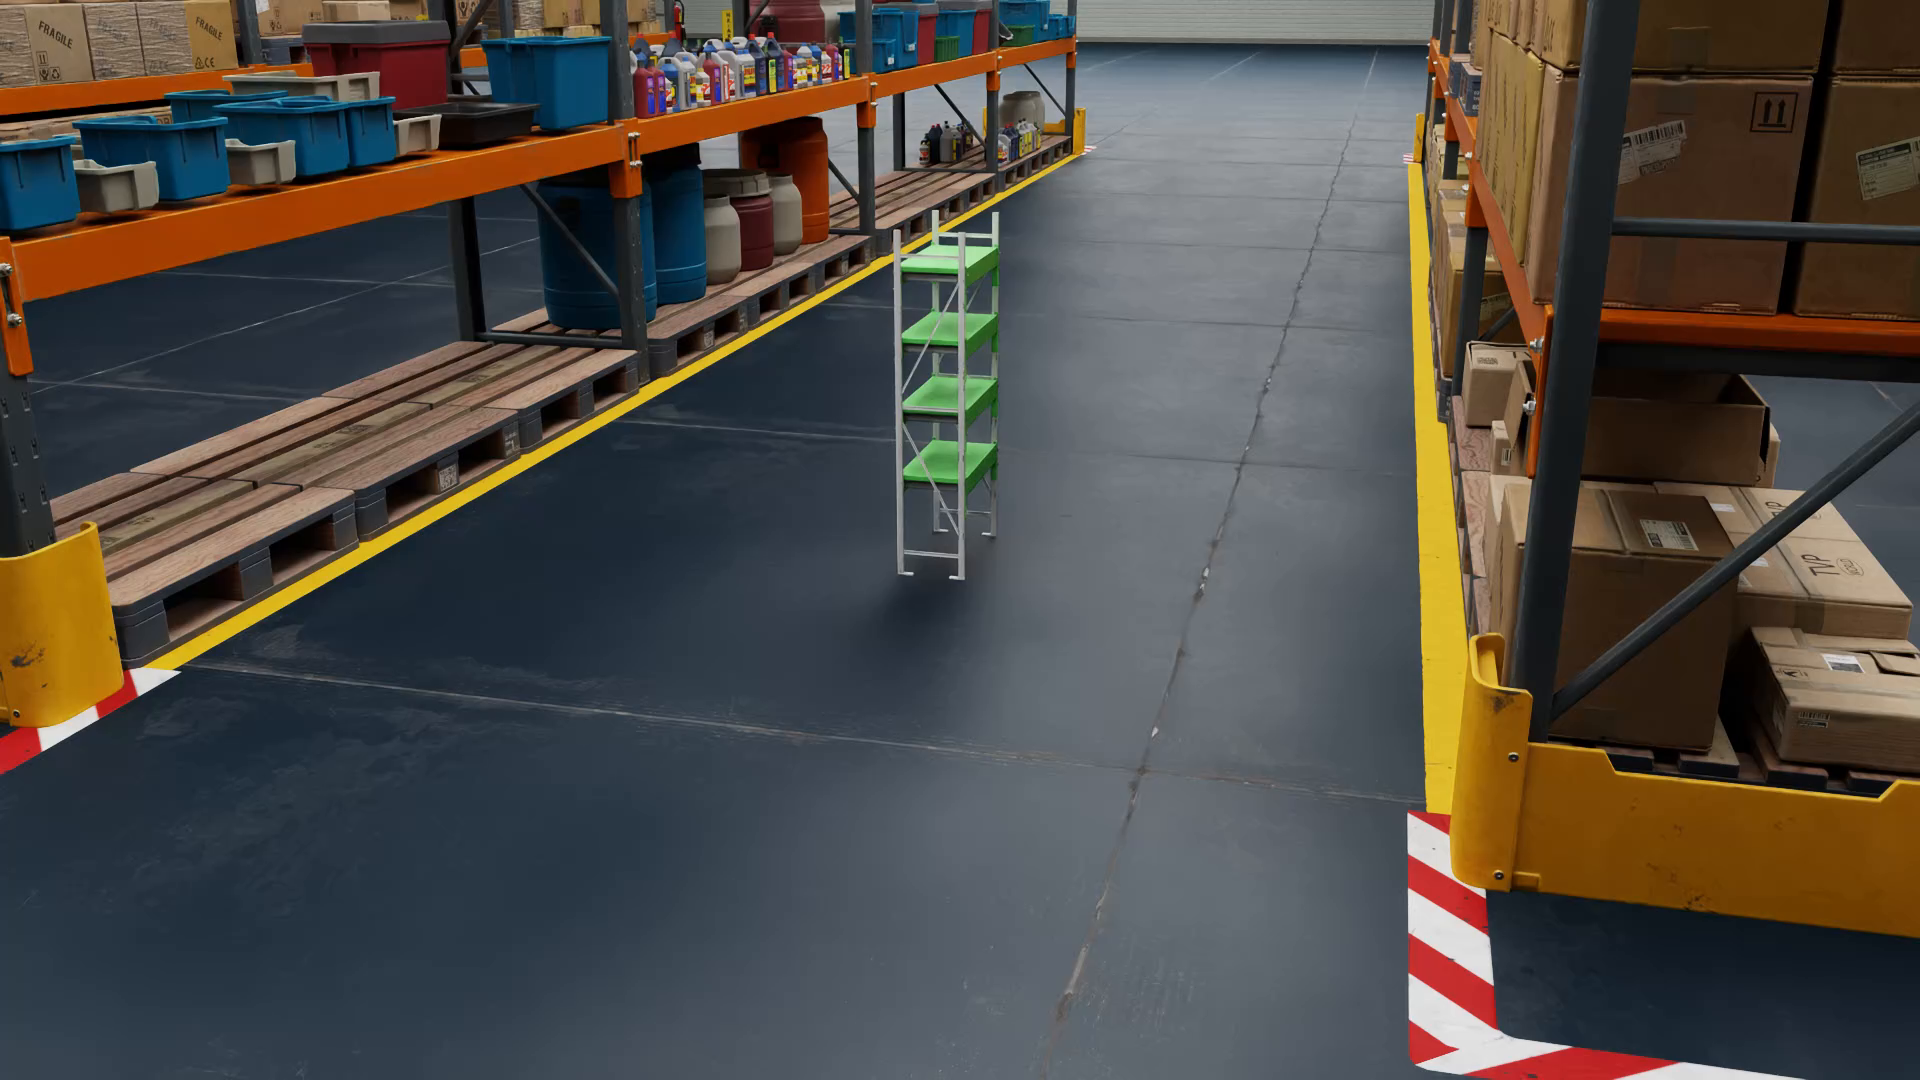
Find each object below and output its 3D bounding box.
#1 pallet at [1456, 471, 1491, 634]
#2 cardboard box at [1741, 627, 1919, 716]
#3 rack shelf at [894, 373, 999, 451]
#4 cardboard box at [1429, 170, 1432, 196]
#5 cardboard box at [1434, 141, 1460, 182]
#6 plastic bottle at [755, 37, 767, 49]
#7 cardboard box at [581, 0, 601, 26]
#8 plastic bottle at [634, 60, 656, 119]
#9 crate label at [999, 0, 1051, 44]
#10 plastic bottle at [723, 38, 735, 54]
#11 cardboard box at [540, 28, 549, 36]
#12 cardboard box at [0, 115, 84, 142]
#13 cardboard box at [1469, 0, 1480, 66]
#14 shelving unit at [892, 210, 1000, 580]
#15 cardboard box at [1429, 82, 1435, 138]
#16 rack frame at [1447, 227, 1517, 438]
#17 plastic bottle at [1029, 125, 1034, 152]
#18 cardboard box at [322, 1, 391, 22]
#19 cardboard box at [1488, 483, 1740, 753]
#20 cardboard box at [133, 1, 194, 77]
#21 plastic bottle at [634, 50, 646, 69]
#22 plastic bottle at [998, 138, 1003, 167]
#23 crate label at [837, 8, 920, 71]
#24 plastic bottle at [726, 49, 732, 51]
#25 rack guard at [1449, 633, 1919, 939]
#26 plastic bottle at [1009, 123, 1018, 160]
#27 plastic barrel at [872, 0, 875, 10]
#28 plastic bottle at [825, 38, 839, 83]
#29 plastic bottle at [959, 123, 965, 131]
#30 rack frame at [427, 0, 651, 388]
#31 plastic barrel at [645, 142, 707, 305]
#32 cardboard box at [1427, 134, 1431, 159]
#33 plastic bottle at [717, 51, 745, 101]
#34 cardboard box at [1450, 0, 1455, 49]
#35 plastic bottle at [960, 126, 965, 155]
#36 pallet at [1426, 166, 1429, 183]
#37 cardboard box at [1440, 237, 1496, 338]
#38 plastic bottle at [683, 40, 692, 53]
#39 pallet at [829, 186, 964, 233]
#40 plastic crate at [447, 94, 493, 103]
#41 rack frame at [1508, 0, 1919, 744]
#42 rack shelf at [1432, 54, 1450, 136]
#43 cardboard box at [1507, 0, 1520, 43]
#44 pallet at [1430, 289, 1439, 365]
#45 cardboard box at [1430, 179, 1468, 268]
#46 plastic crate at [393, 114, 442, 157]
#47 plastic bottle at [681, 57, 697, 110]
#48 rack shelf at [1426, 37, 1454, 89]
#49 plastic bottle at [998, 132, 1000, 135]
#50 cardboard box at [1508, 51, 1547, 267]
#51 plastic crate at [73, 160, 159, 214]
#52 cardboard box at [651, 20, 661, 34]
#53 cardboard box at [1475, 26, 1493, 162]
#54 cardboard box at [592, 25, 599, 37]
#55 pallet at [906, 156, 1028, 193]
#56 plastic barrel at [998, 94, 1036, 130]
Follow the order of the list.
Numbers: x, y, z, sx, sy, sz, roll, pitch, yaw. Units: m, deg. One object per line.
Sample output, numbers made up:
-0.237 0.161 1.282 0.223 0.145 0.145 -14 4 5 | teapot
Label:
2.244 0.060 5.685 1.003 0.211 1.213 5 19 13 | pallet
2.228 0.346 4.238 0.380 0.166 0.250 5 19 13 | cardboard box
-0.040 -0.455 5.862 0.258 0.148 0.480 5 19 13 | rack shelf
4.199 -2.996 13.923 0.500 0.250 0.500 5 20 15 | cardboard box
3.947 -2.937 12.881 0.500 0.311 0.500 5 20 15 | cardboard box
-1.388 -3.323 11.469 0.152 0.276 0.135 5 19 13 | plastic bottle
-4.428 -5.945 18.339 0.875 0.500 0.500 5 19 13 | cardboard box
-1.590 -2.277 8.393 0.061 0.283 0.133 5 19 13 | plastic bottle
0.651 -5.430 17.390 0.502 0.435 0.616 5 19 13 | crate label
-1.590 -3.299 11.405 0.097 0.271 0.097 0 19 0 | plastic bottle
-4.489 -5.232 17.253 0.380 0.149 0.250 5 19 13 | cardboard box
-6.542 -2.317 10.969 1.225 0.875 0.875 4 19 11 | cardboard box
3.233 -2.880 9.175 0.700 0.500 0.500 9 21 24 | cardboard box
-0.040 -0.516 5.842 0.258 1.200 0.503 5 19 13 | shelving unit
4.925 -4.251 16.438 0.500 0.500 0.500 5 19 13 | cardboard box
2.709 -1.858 6.987 1.000 3.000 0.127 5 19 13 | rack frame
0.693 -4.200 17.378 0.152 0.276 0.135 4 19 12 | plastic bottle
-5.286 -4.530 14.393 0.500 0.250 0.500 4 19 12 | cardboard box
1.626 0.180 4.205 0.500 0.500 0.500 5 19 13 | cardboard box
-5.926 -3.613 11.969 0.500 0.500 0.500 4 19 13 | cardboard box
-1.883 -2.722 9.716 0.097 0.271 0.097 0 19 0 | plastic bottle
0.364 -3.740 16.038 0.097 0.271 0.097 0 19 0 | plastic bottle
-0.611 -3.811 12.650 0.502 0.435 0.616 5 19 13 | crate label
-1.365 -2.774 9.868 0.097 0.271 0.097 0 19 0 | plastic bottle
1.750 0.555 3.790 1.175 0.500 0.348 5 19 13 | rack guard
0.507 -3.992 16.652 0.144 0.351 0.185 4 19 11 | plastic bottle
-0.870 -4.174 13.557 0.433 0.535 0.433 0 19 0 | plastic barrel
-0.857 -3.216 11.144 0.061 0.283 0.133 5 19 13 | plastic bottle
0.010 -4.278 17.611 0.097 0.271 0.097 0 19 0 | plastic bottle
-2.093 -2.251 8.136 1.000 3.000 0.127 5 19 13 | rack frame
-1.771 -1.847 9.552 0.600 0.901 0.708 5 19 13 | plastic barrel
4.926 -3.896 16.559 0.500 0.250 0.500 5 19 13 | cardboard box
-1.328 -2.670 9.555 0.152 0.276 0.135 5 19 13 | plastic bottle
5.139 -5.036 16.136 0.700 0.500 0.500 5 20 15 | cardboard box
0.012 -4.109 17.099 0.061 0.283 0.133 5 19 13 | plastic bottle
5.195 -3.676 16.622 1.003 0.211 1.213 5 19 13 | pallet
2.681 -1.215 8.291 0.500 0.500 0.500 5 19 14 | cardboard box
-1.781 -3.083 10.754 0.061 0.283 0.133 5 19 13 | plastic bottle
-0.589 -2.806 14.075 1.003 0.211 1.213 5 19 13 | pallet
-2.345 -2.020 7.775 0.396 0.136 0.243 5 19 13 | plastic crate
1.732 -0.604 3.317 1.000 3.000 0.127 5 19 13 | rack frame
4.175 -3.398 12.609 1.077 0.370 4.000 5 19 13 | rack shelf
1.944 -1.768 5.023 0.500 0.500 0.500 5 20 15 | cardboard box
3.167 -1.180 9.316 1.003 0.211 1.213 5 19 13 | pallet
3.298 -2.017 10.639 0.500 0.500 0.500 6 20 16 | cardboard box
-2.227 -1.585 6.501 0.293 0.136 0.466 5 19 13 | plastic crate
-1.466 -2.453 8.929 0.097 0.271 0.097 0 19 0 | plastic bottle
5.152 -4.652 16.280 1.077 0.370 4.000 5 19 13 | rack shelf
0.379 -3.950 16.653 0.097 0.271 0.097 0 19 0 | plastic bottle
1.701 -0.977 4.251 0.500 0.500 0.500 5 19 14 | cardboard box
-2.532 -1.046 4.924 0.250 0.136 0.298 5 19 13 | plastic crate
-3.834 -6.178 20.024 0.380 0.149 0.250 5 19 13 | cardboard box
2.320 -1.767 6.566 0.500 0.500 0.500 5 20 15 | cardboard box
-4.227 -5.627 18.410 0.380 0.149 0.250 5 19 13 | cardboard box
0.066 -3.646 16.534 1.003 0.211 1.213 5 19 13 | pallet
0.630 -4.664 18.400 0.421 0.512 0.421 0 19 0 | plastic barrel
